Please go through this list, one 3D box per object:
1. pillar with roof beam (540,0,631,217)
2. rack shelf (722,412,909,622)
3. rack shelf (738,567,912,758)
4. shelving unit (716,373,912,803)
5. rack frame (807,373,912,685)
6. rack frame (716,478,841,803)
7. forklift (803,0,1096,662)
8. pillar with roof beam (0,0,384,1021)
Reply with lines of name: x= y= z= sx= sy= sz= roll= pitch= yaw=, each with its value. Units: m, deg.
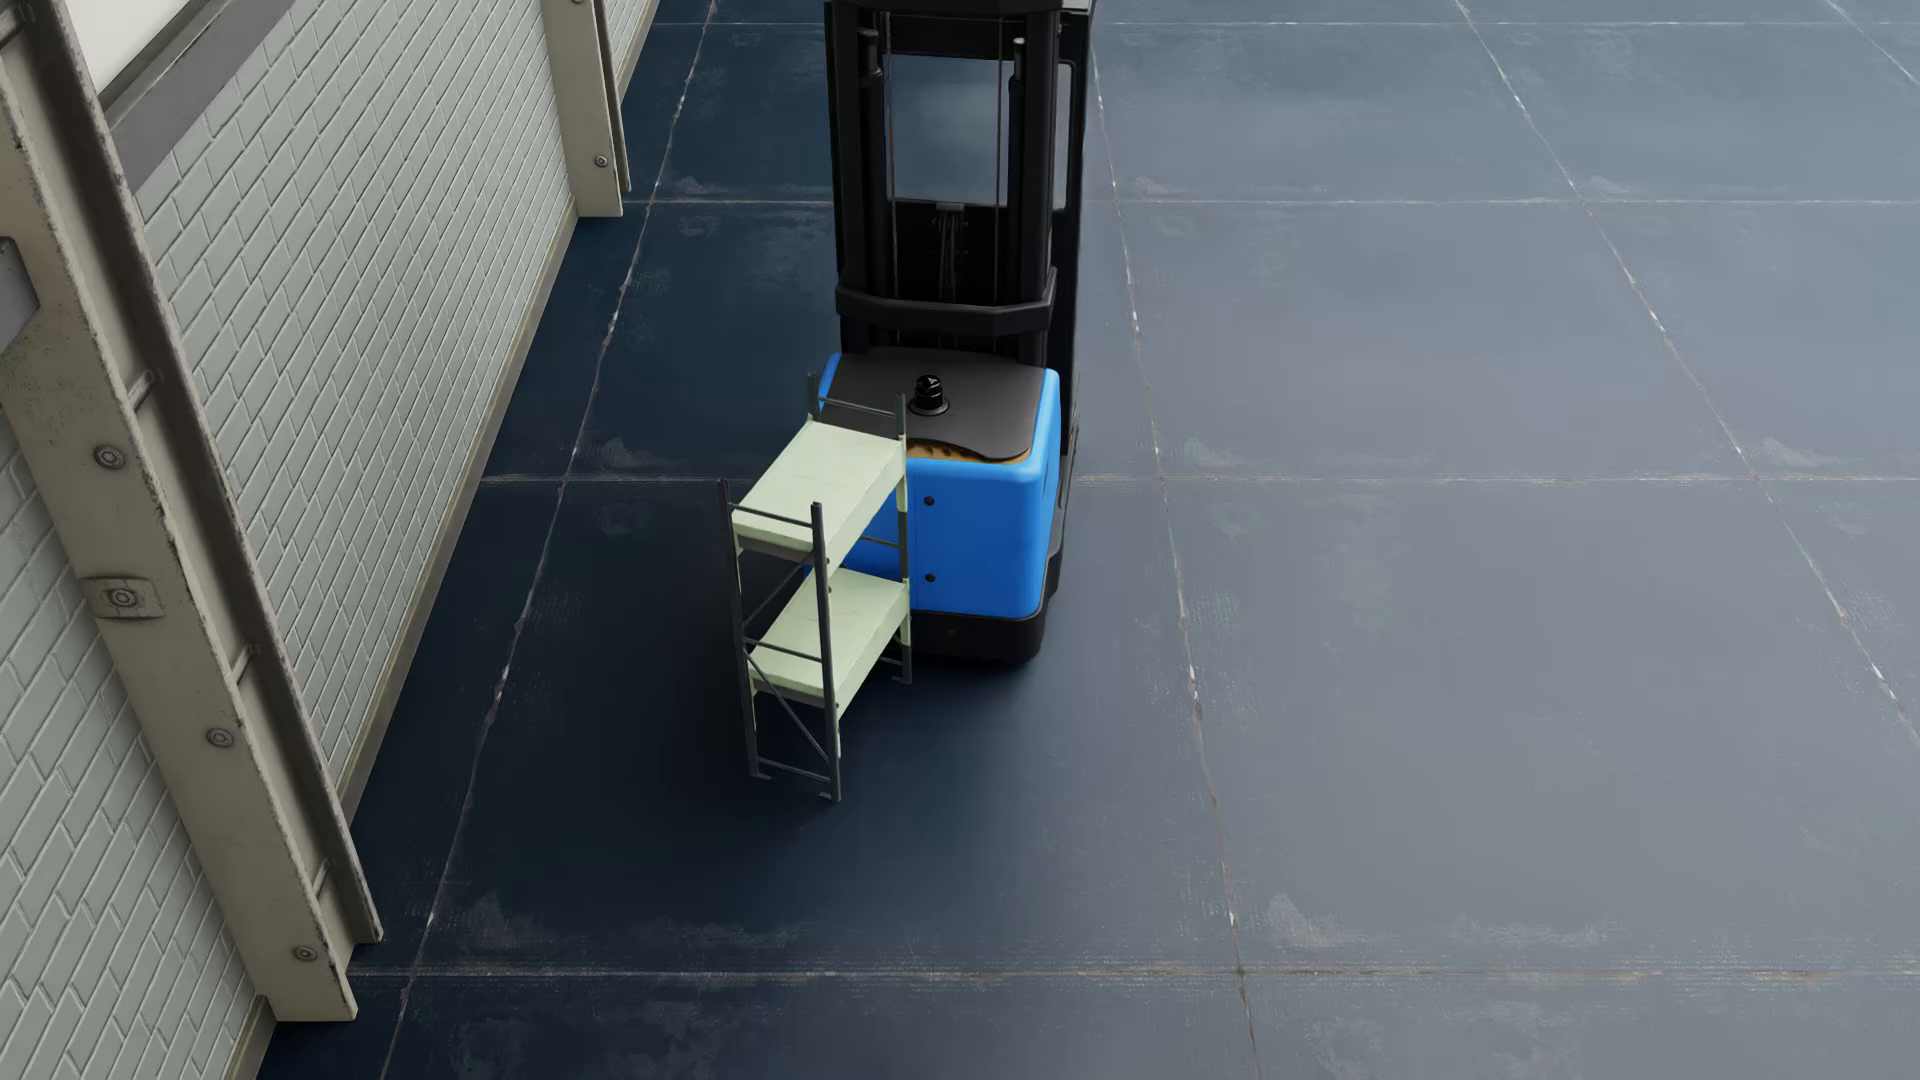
pillar with roof beam: x=2.002 y=-5.692 z=7.902 sx=9.100 sy=9.000 sz=0.400 roll=0 pitch=39 yaw=0
rack shelf: x=-0.533 y=-0.099 z=6.296 sx=0.431 sy=0.370 sz=0.720 roll=14 pitch=41 yaw=17
rack shelf: x=-0.533 y=0.460 z=6.744 sx=0.431 sy=0.370 sz=0.720 roll=14 pitch=41 yaw=17
shelving unit: x=-0.533 y=0.205 z=6.540 sx=0.431 sy=1.500 sz=0.755 roll=14 pitch=41 yaw=17
rack frame: x=-0.398 y=-0.008 z=6.806 sx=0.400 sy=1.500 sz=0.023 roll=14 pitch=41 yaw=17
rack frame: x=-0.668 y=0.418 z=6.275 sx=0.400 sy=1.500 sz=0.023 roll=14 pitch=41 yaw=17
forklift: x=0.022 y=-1.533 z=7.564 sx=1.130 sy=2.935 sz=3.031 roll=5 pitch=39 yaw=6
pillar with roof beam: x=2.009 y=-1.940 z=3.220 sx=9.100 sy=9.000 sz=0.400 roll=0 pitch=39 yaw=0
